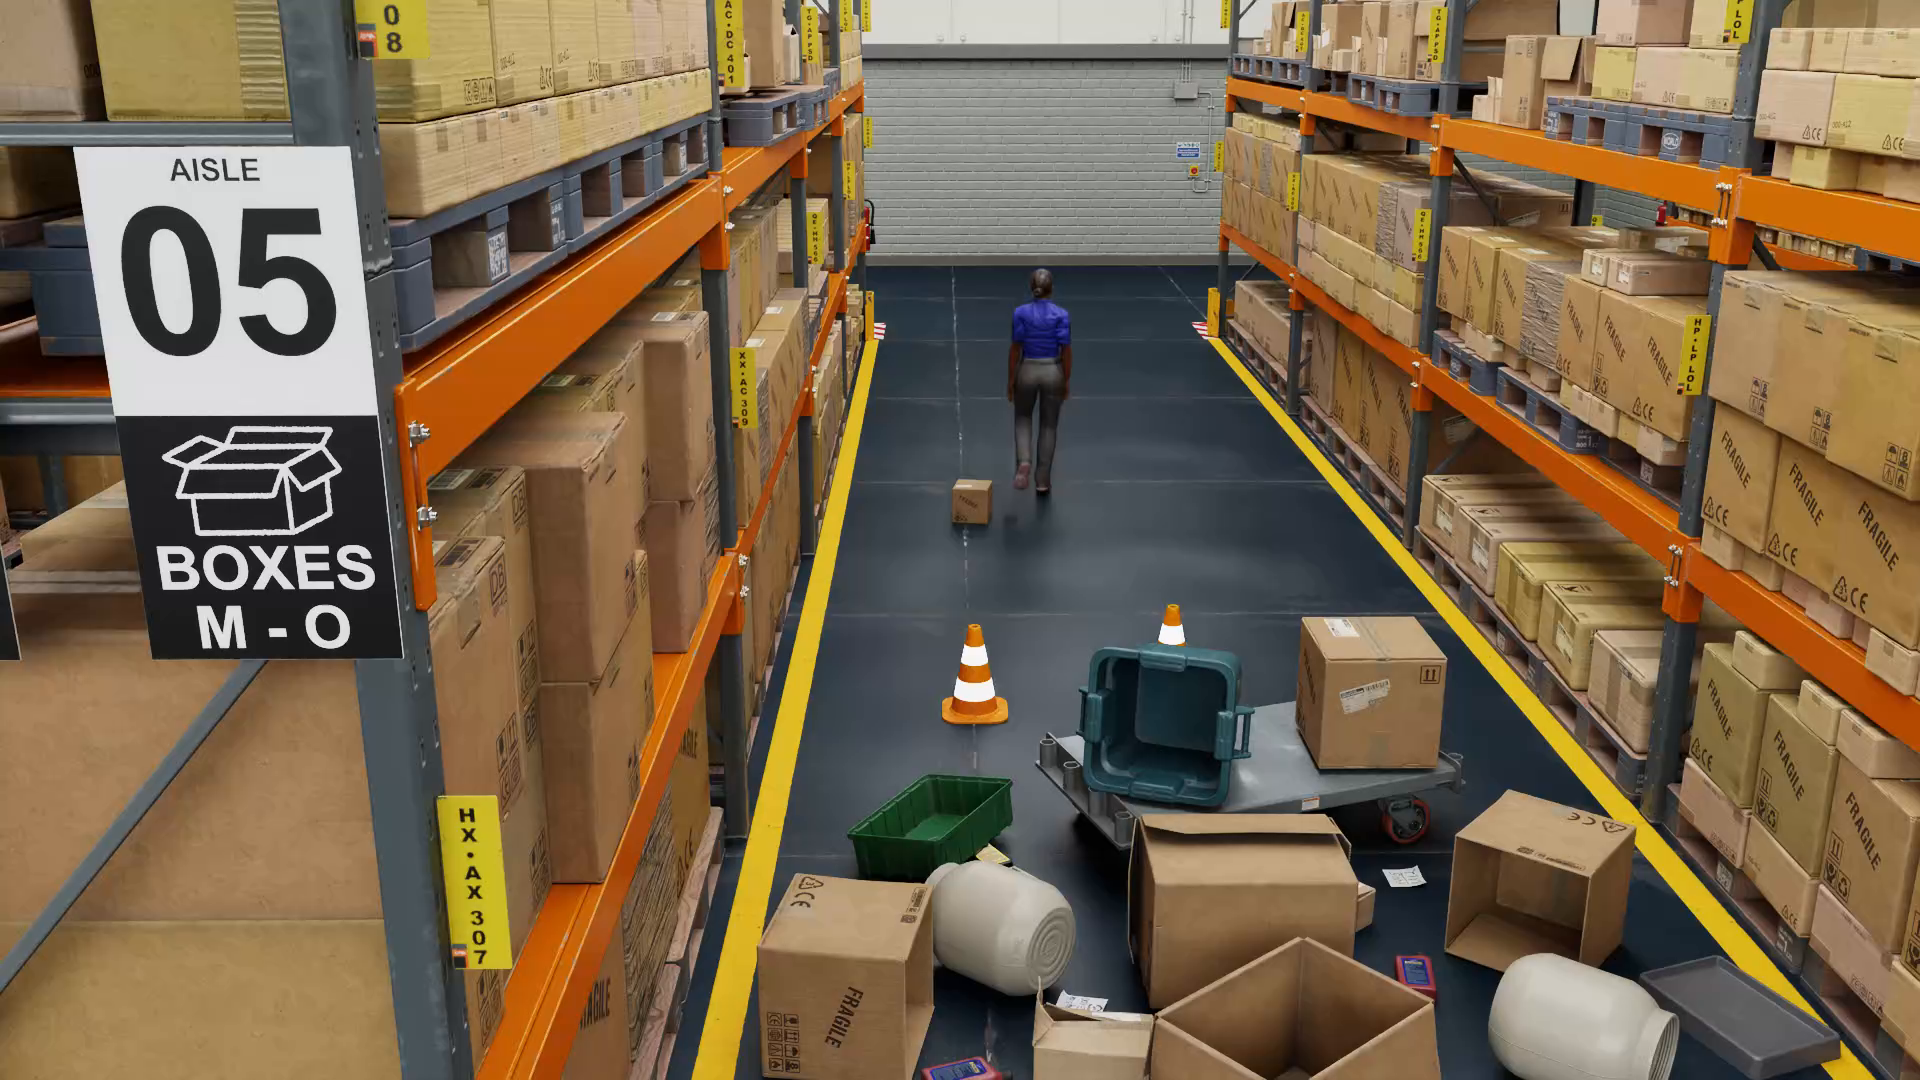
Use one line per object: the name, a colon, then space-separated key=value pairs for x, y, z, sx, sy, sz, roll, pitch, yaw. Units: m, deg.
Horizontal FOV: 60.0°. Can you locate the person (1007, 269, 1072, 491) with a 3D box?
person: x=0.589 y=-1.180 z=12.265 sx=0.474 sy=1.655 sz=0.424 roll=3 pitch=17 yaw=9
